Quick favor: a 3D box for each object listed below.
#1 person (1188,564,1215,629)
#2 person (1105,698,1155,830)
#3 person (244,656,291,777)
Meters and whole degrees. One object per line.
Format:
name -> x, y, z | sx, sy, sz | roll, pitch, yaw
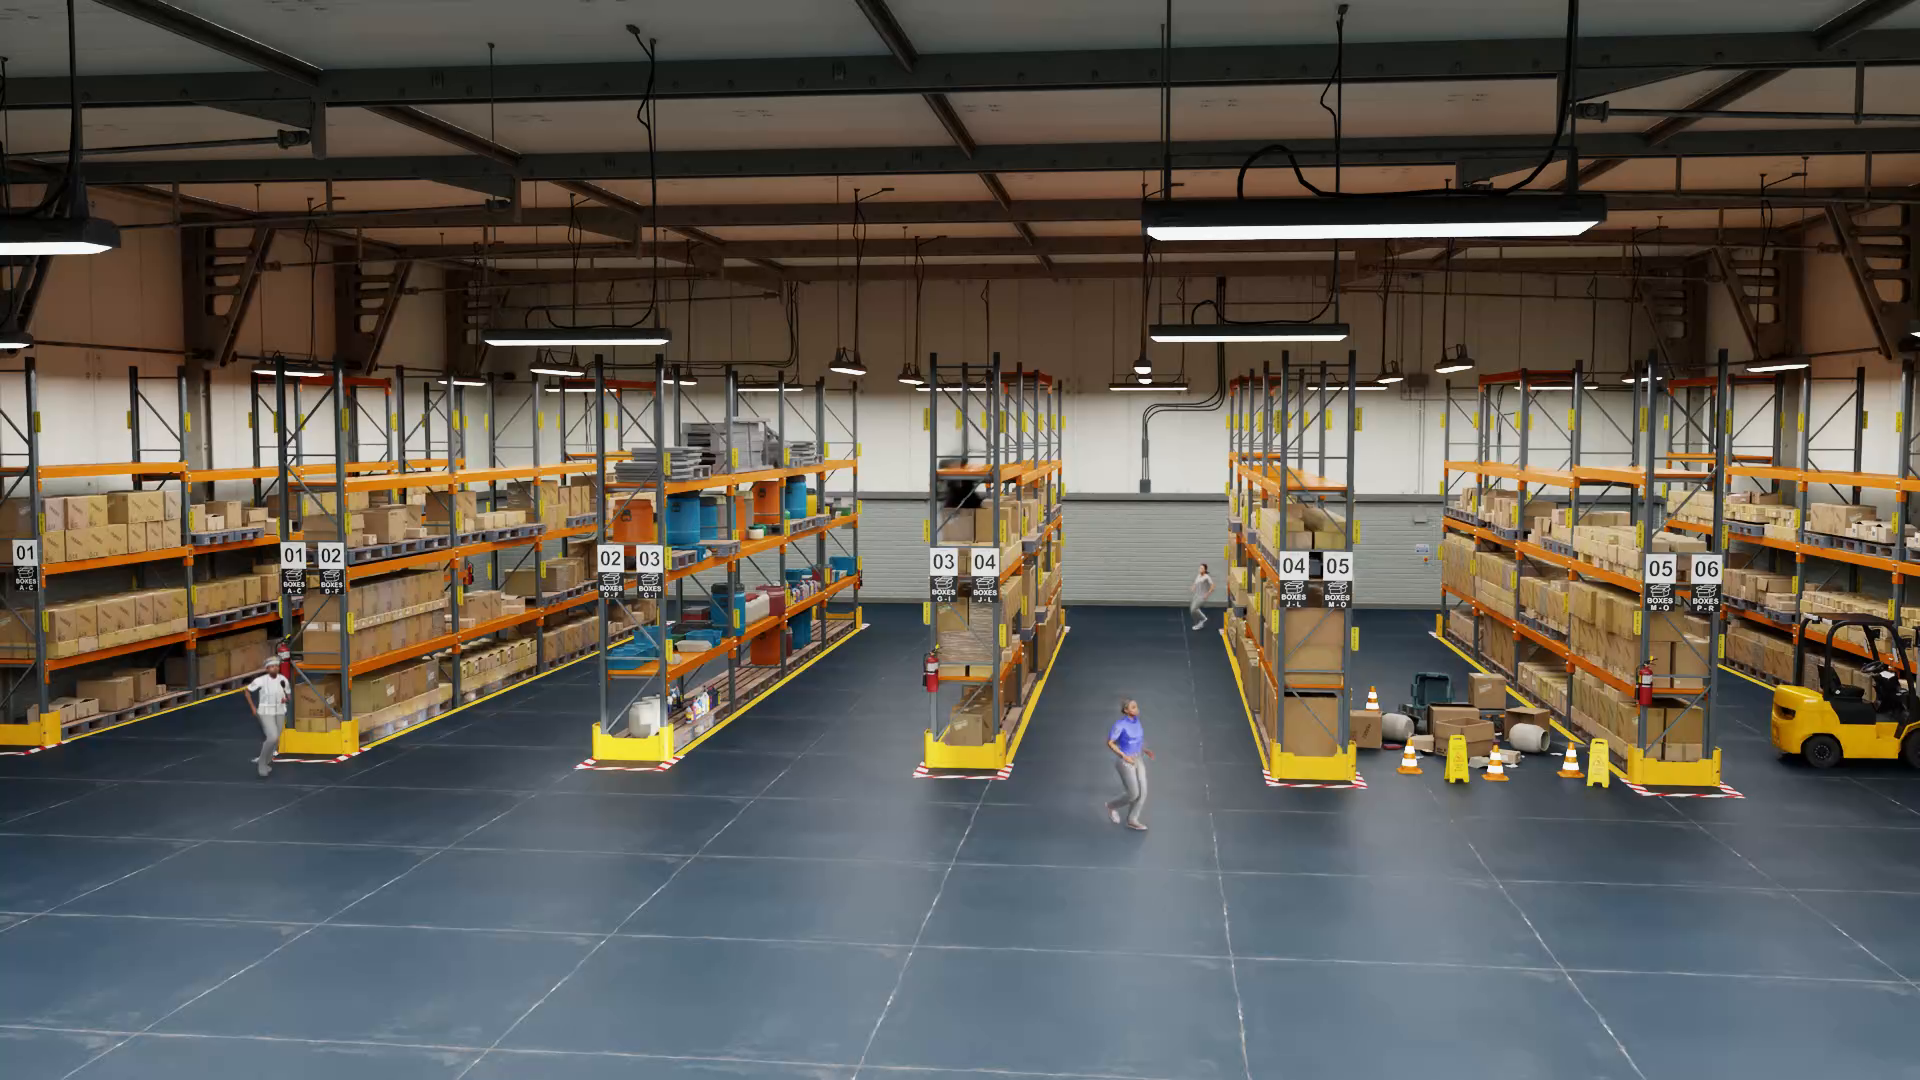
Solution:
person -> 5.778, 1.370, 40.024 | 0.526, 1.616, 0.621 | -2, 5, -29
person -> 2.073, 2.789, 20.497 | 0.566, 1.522, 0.600 | 4, 6, 43
person -> -9.783, 2.491, 23.645 | 0.628, 1.693, 0.558 | 3, 5, 38
